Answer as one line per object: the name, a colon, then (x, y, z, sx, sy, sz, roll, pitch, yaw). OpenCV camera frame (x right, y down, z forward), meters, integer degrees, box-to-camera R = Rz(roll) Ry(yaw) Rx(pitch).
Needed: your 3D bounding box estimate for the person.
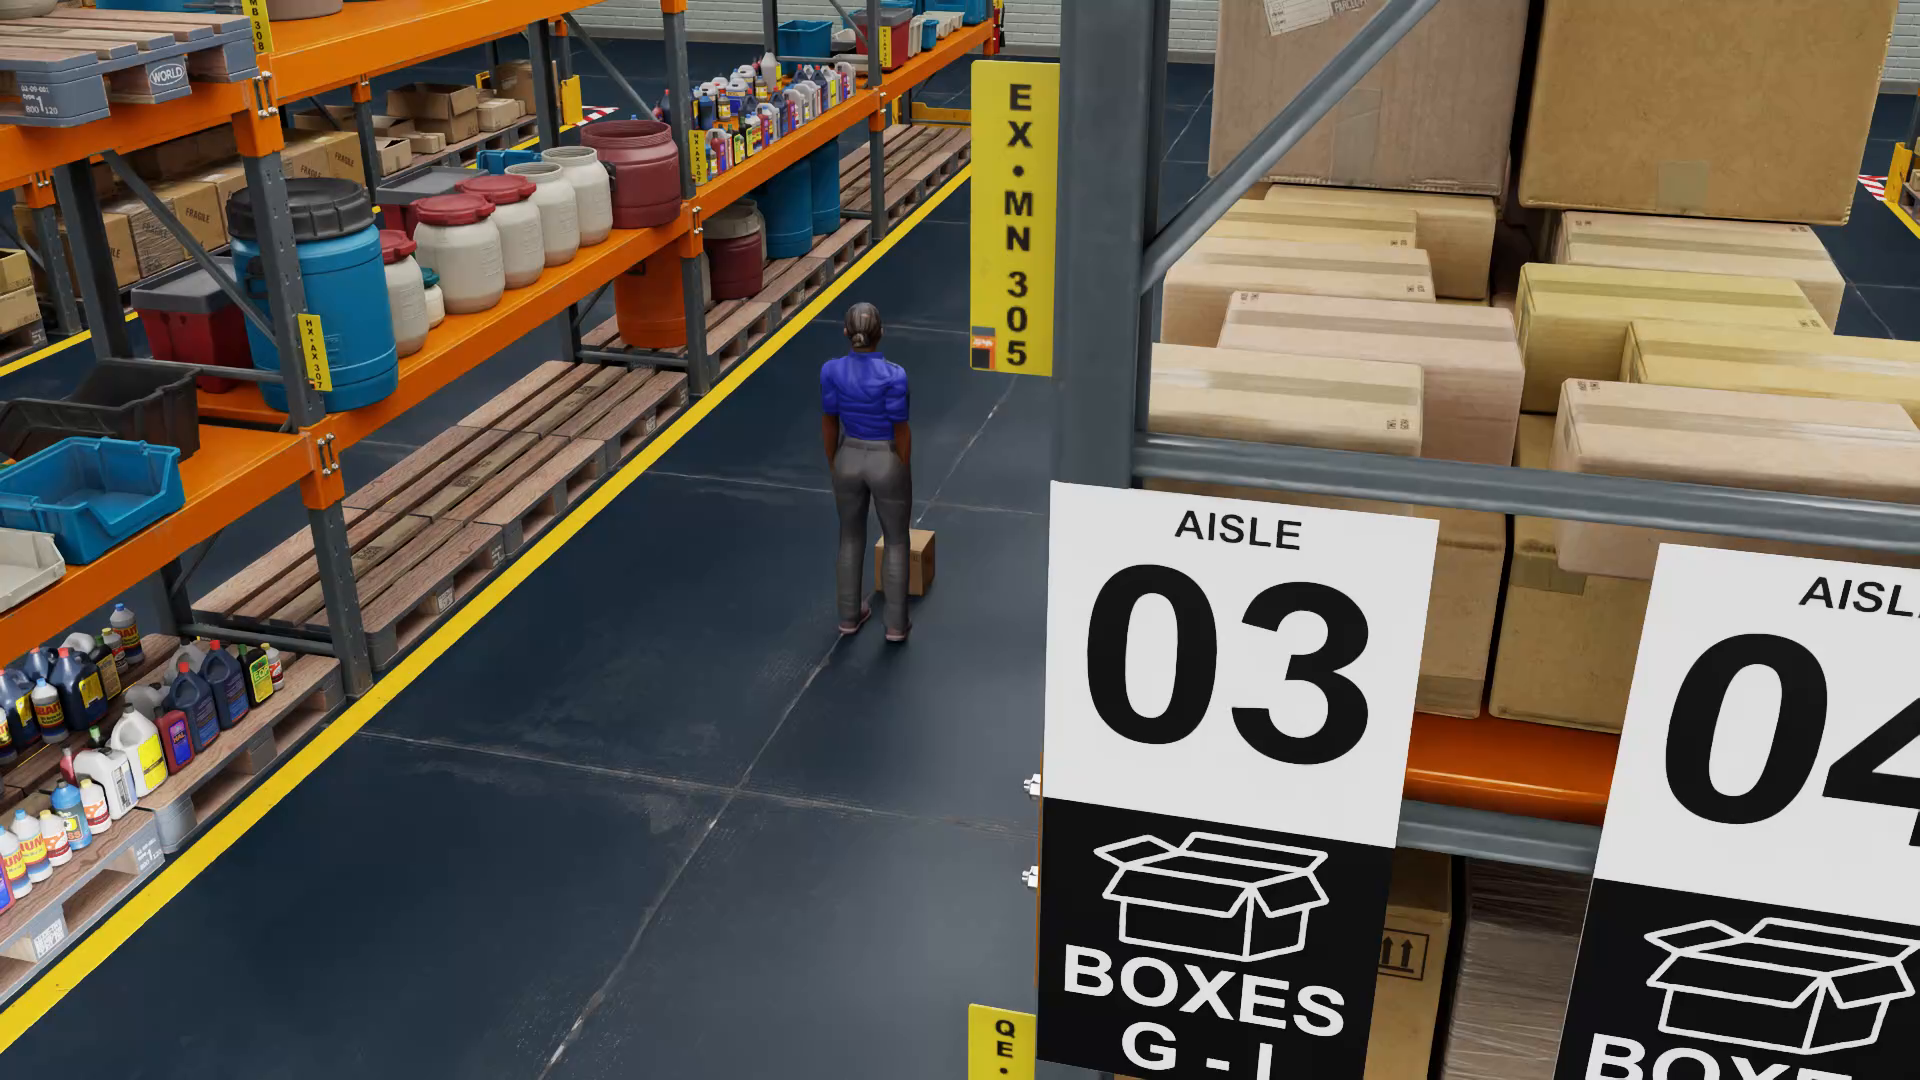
person: (-0.427, -0.312, 7.803, 0.436, 1.679, 0.316, 7, 26, 14)
